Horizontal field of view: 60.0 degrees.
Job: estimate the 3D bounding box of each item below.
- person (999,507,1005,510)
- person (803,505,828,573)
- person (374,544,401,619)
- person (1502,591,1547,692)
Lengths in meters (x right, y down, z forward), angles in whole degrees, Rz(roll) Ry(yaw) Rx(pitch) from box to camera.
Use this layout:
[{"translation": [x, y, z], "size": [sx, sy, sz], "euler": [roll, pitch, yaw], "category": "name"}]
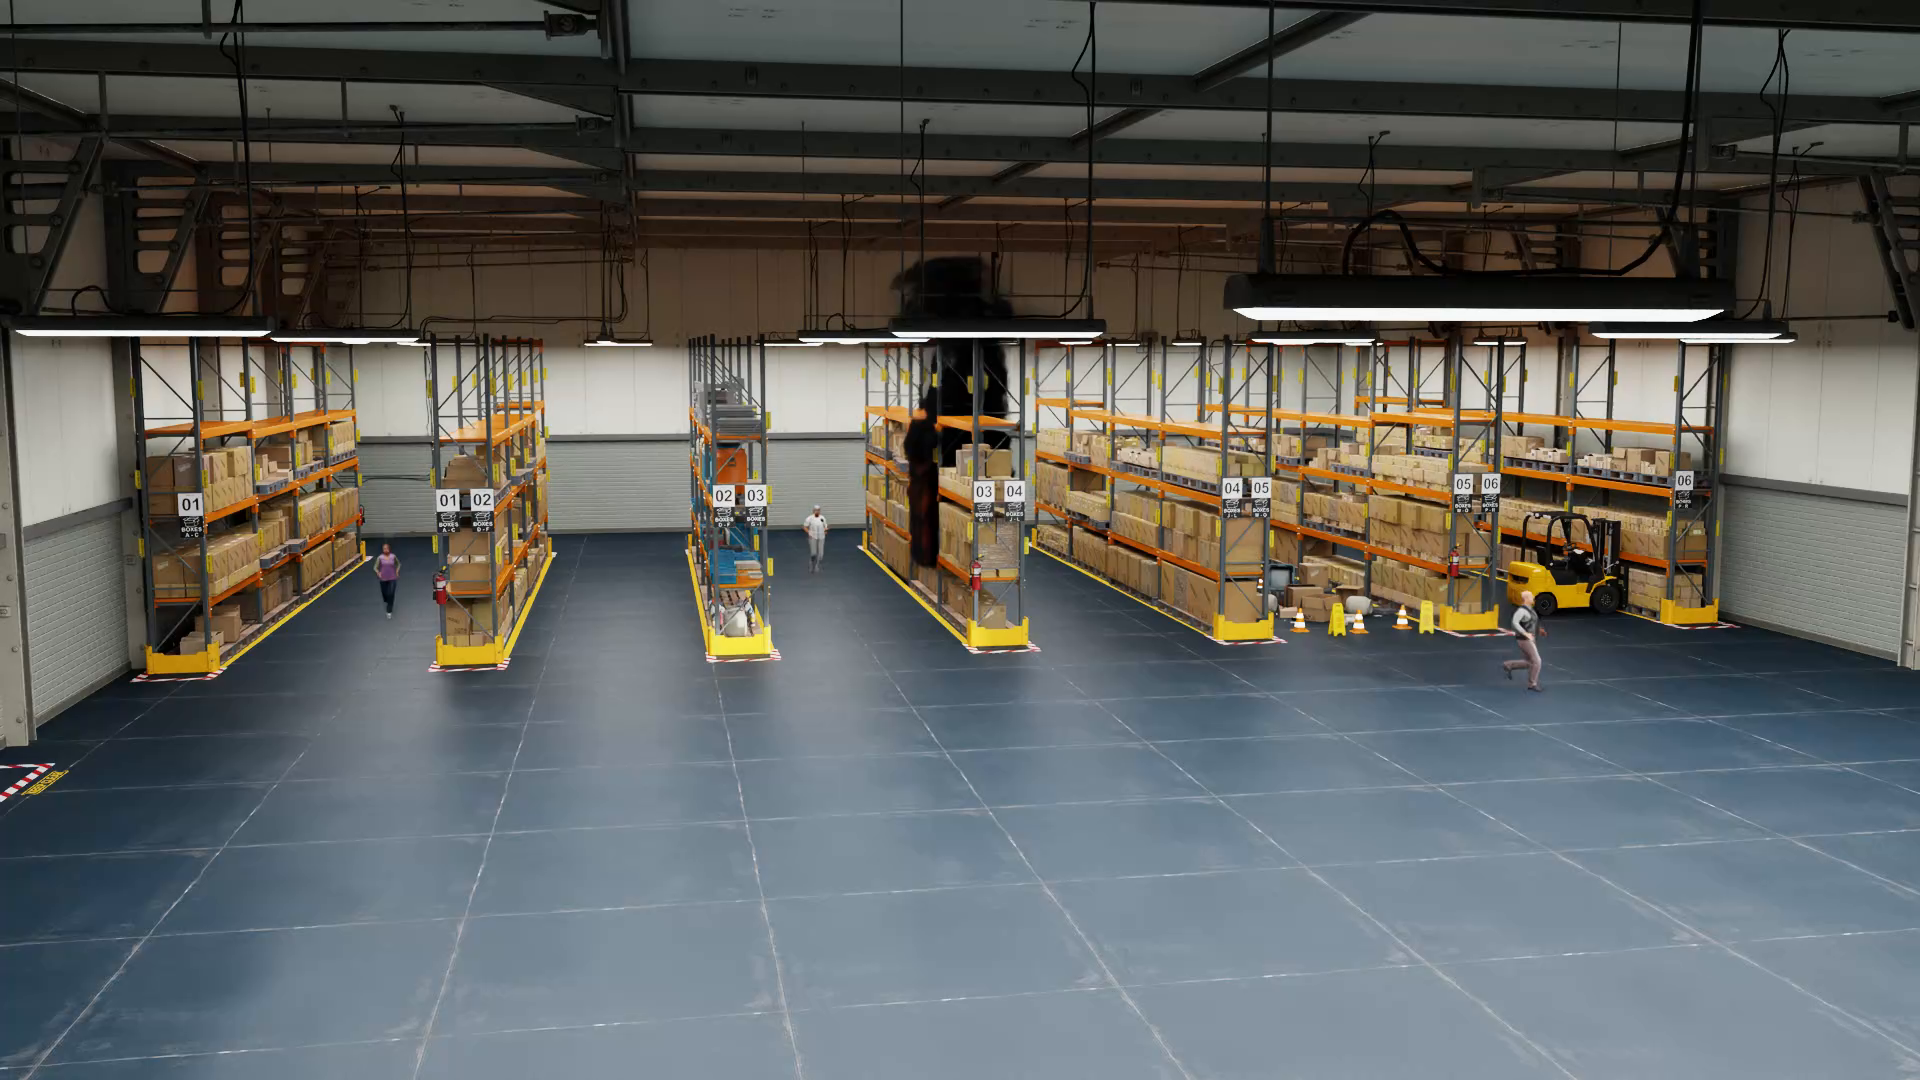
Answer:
[{"translation": [1.179, -0.501, 47.019], "size": [0.746, 1.720, 0.720], "euler": [0, 7, 4], "category": "person"}, {"translation": [-3.481, -0.005, 40.563], "size": [0.599, 1.670, 0.531], "euler": [-2, 7, -18], "category": "person"}, {"translation": [-12.285, 0.864, 35.712], "size": [0.547, 1.584, 0.759], "euler": [-2, 7, -19], "category": "person"}, {"translation": [9.492, 1.696, 27.993], "size": [0.748, 1.701, 0.661], "euler": [4, 8, 31], "category": "person"}]
